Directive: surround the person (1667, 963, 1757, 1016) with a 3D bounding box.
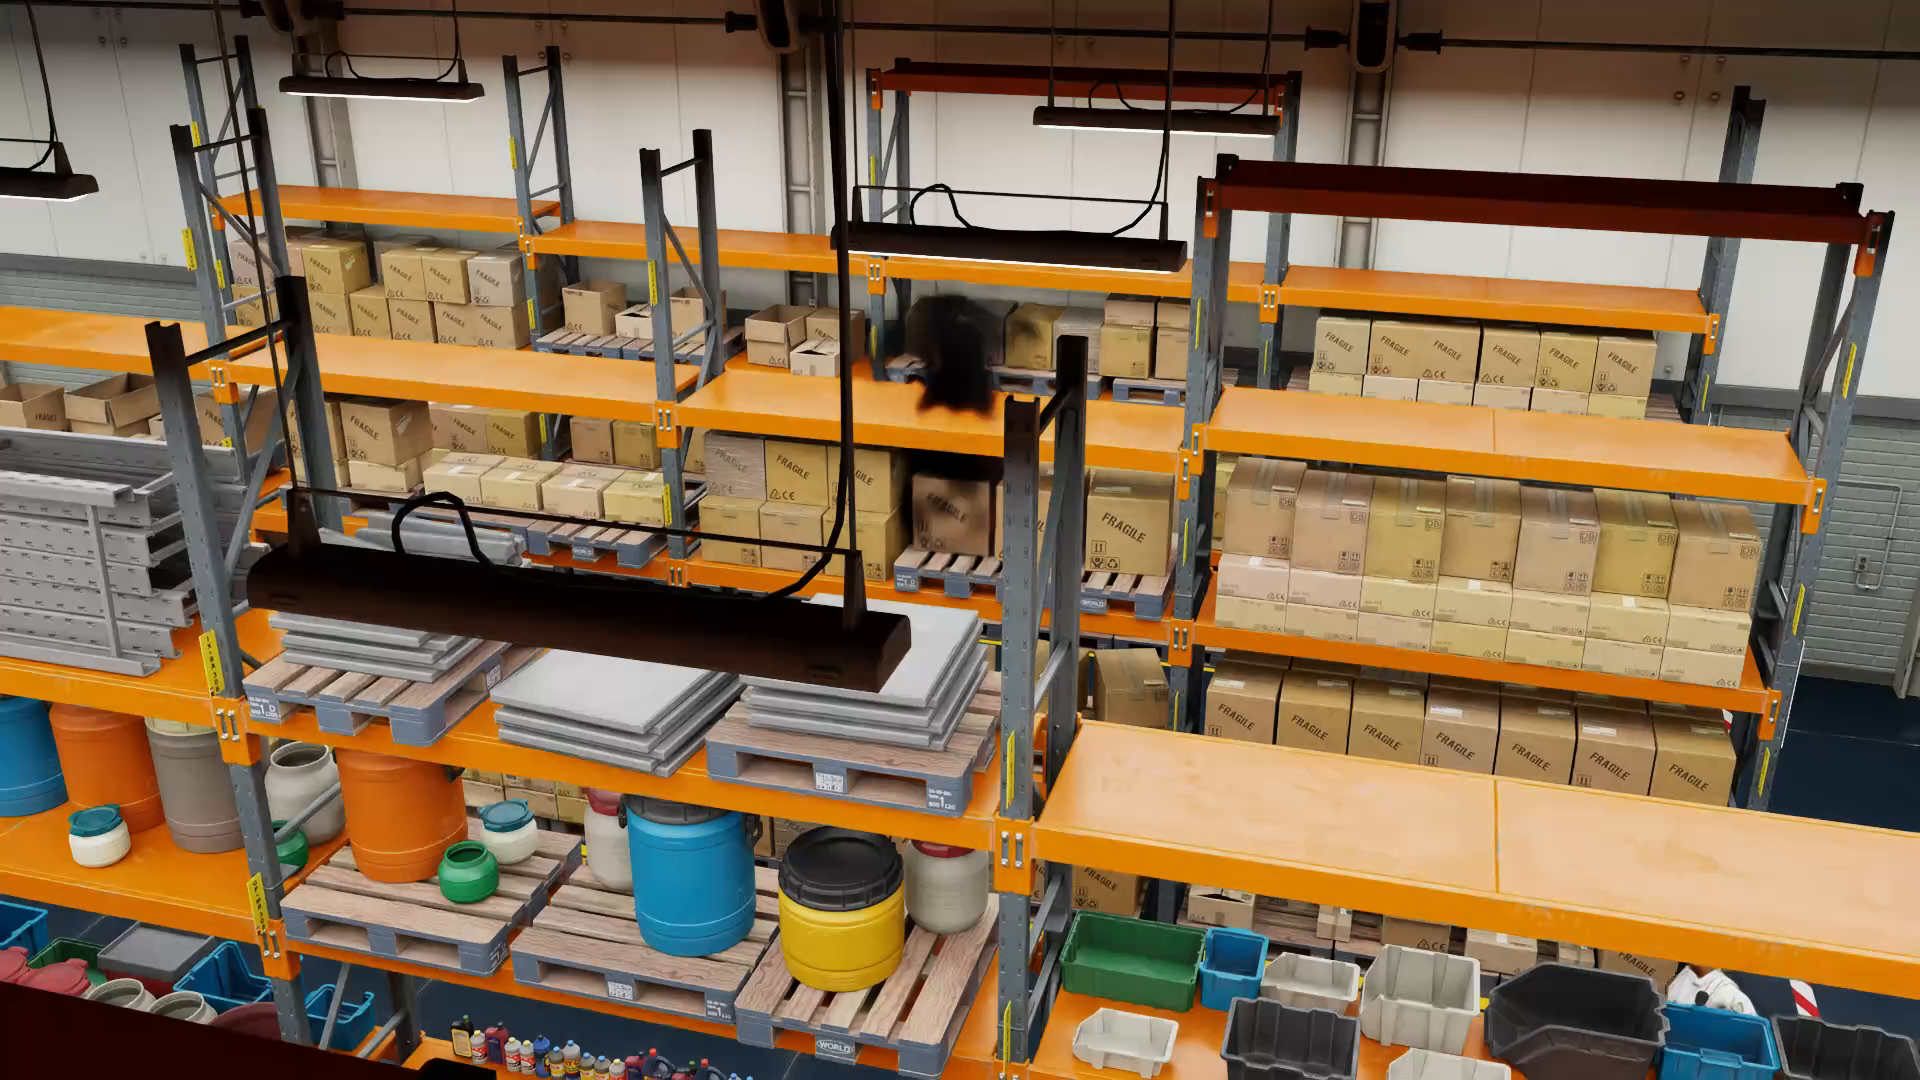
[{"bbox_3d":[4.797,3.297,10.717,0.826,1.653,0.704,0,23,1],"label":"person"}]
